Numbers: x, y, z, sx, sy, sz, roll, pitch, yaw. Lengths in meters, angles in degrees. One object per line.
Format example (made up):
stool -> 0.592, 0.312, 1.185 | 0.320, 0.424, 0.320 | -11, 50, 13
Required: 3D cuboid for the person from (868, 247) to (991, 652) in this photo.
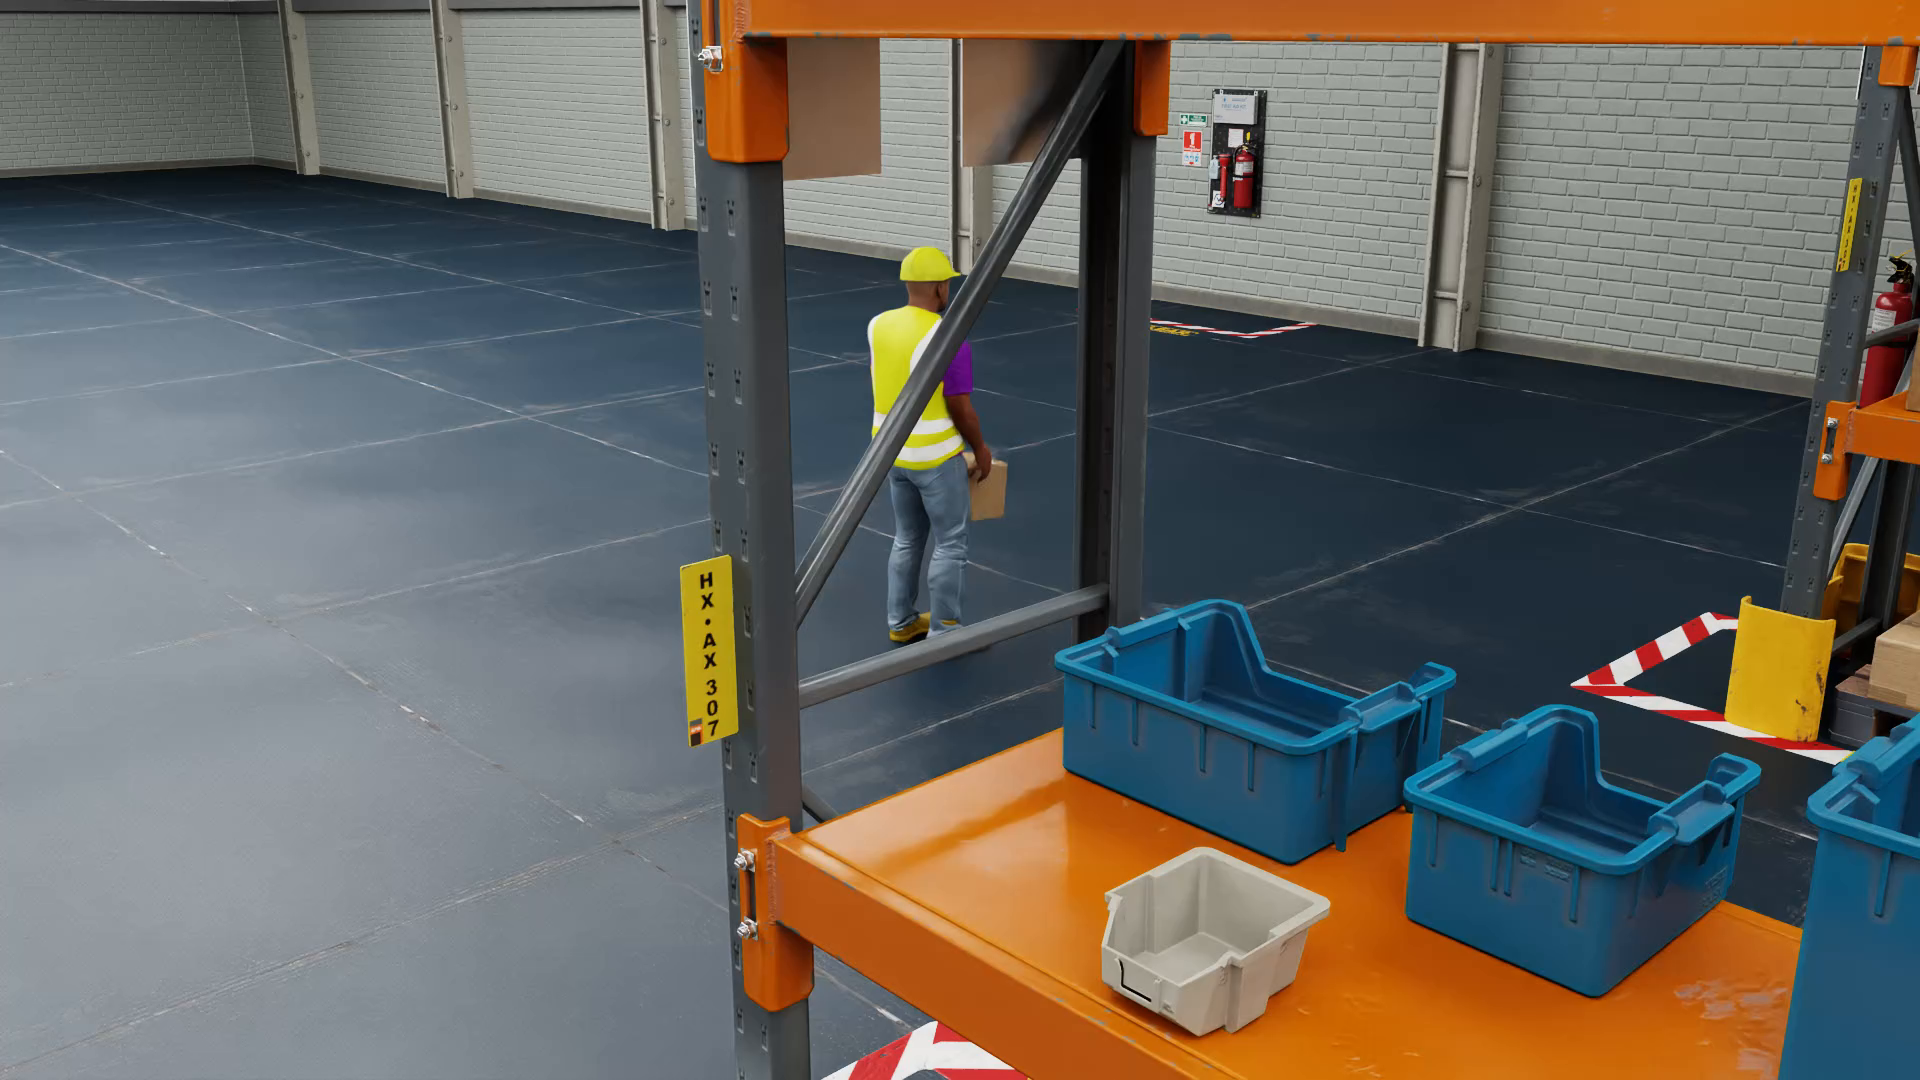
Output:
person -> -0.148, -0.384, 7.248 | 0.434, 1.767, 0.580 | -16, 23, -42
